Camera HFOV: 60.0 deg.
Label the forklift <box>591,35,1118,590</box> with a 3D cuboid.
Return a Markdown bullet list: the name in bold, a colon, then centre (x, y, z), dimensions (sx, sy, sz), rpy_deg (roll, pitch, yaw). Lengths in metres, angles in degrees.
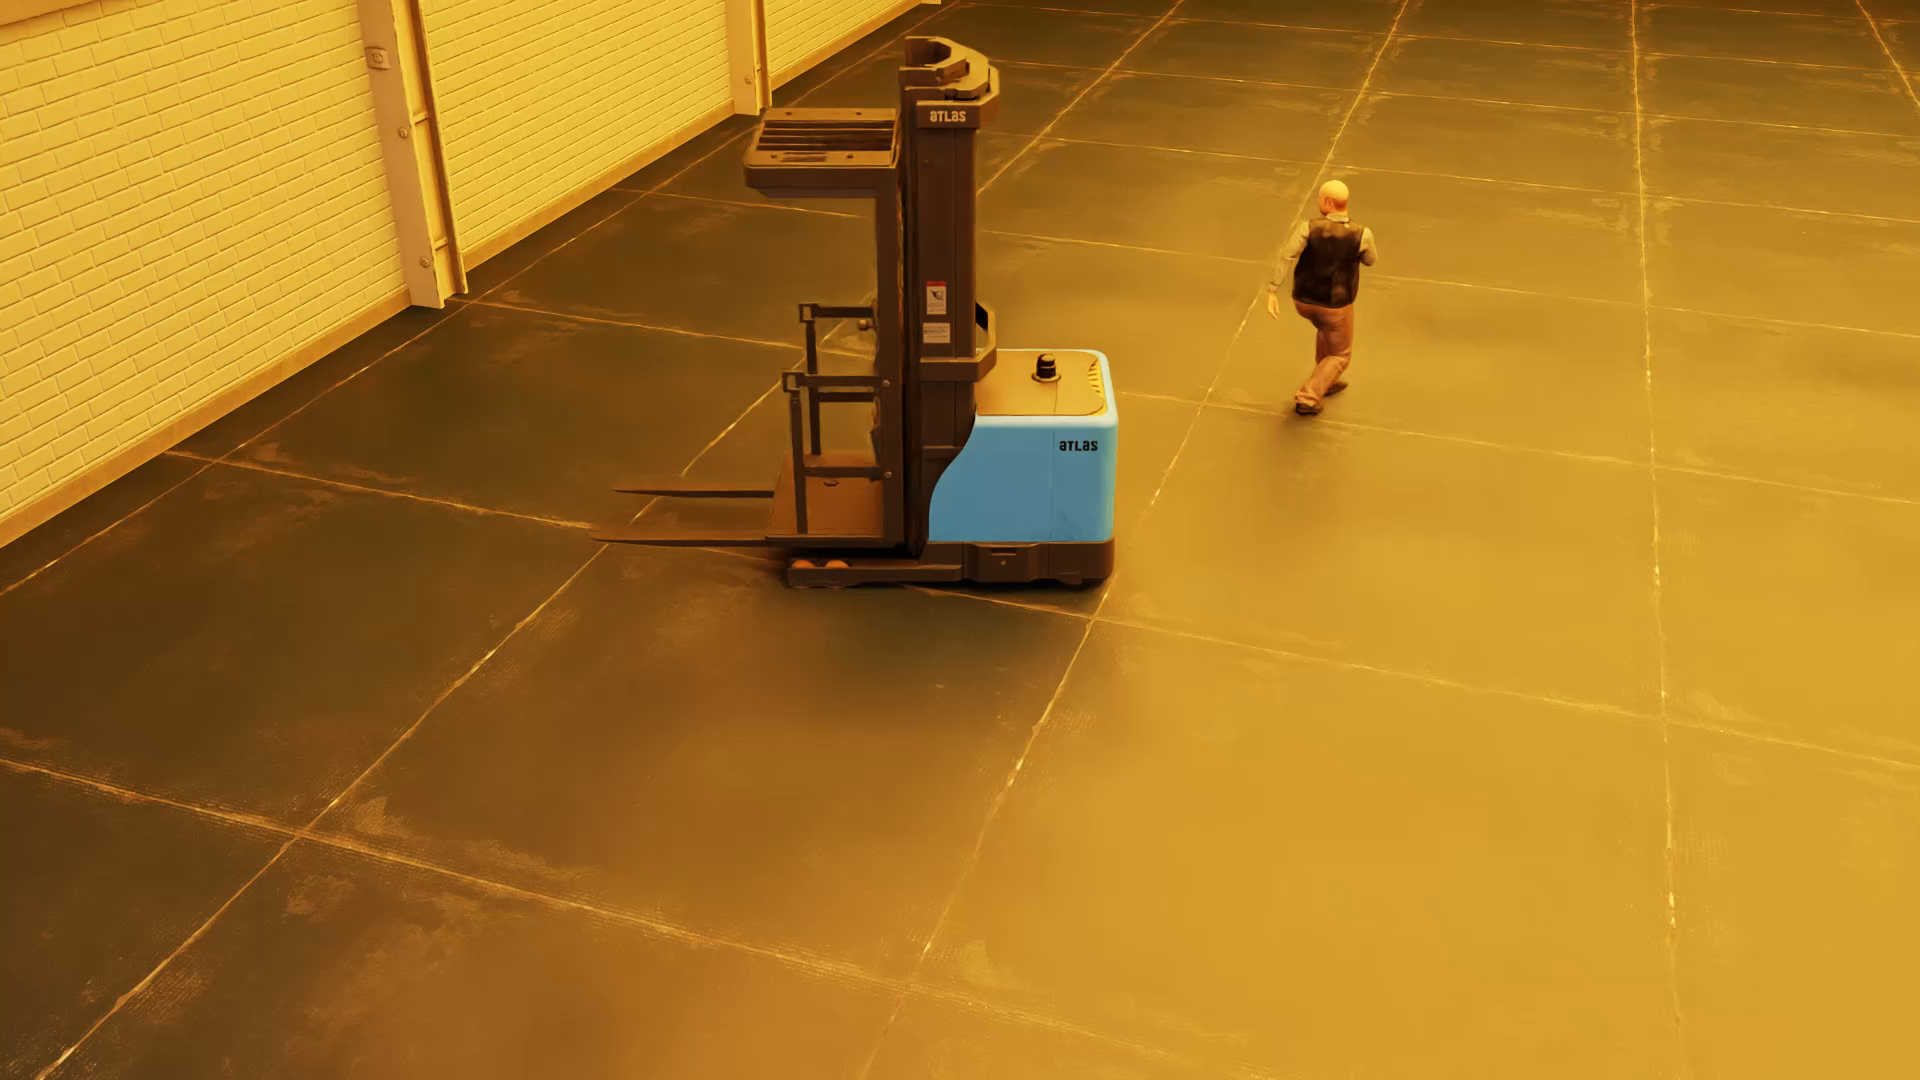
- **forklift**: centre (-0.627, -1.249, 9.327), dimensions (3.031, 2.935, 1.130), rpy_deg (0, 30, 0)

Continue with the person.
- **person**: centre (2.500, -1.668, 11.408), dimensions (0.560, 1.640, 0.902), rpy_deg (19, 35, 29)
